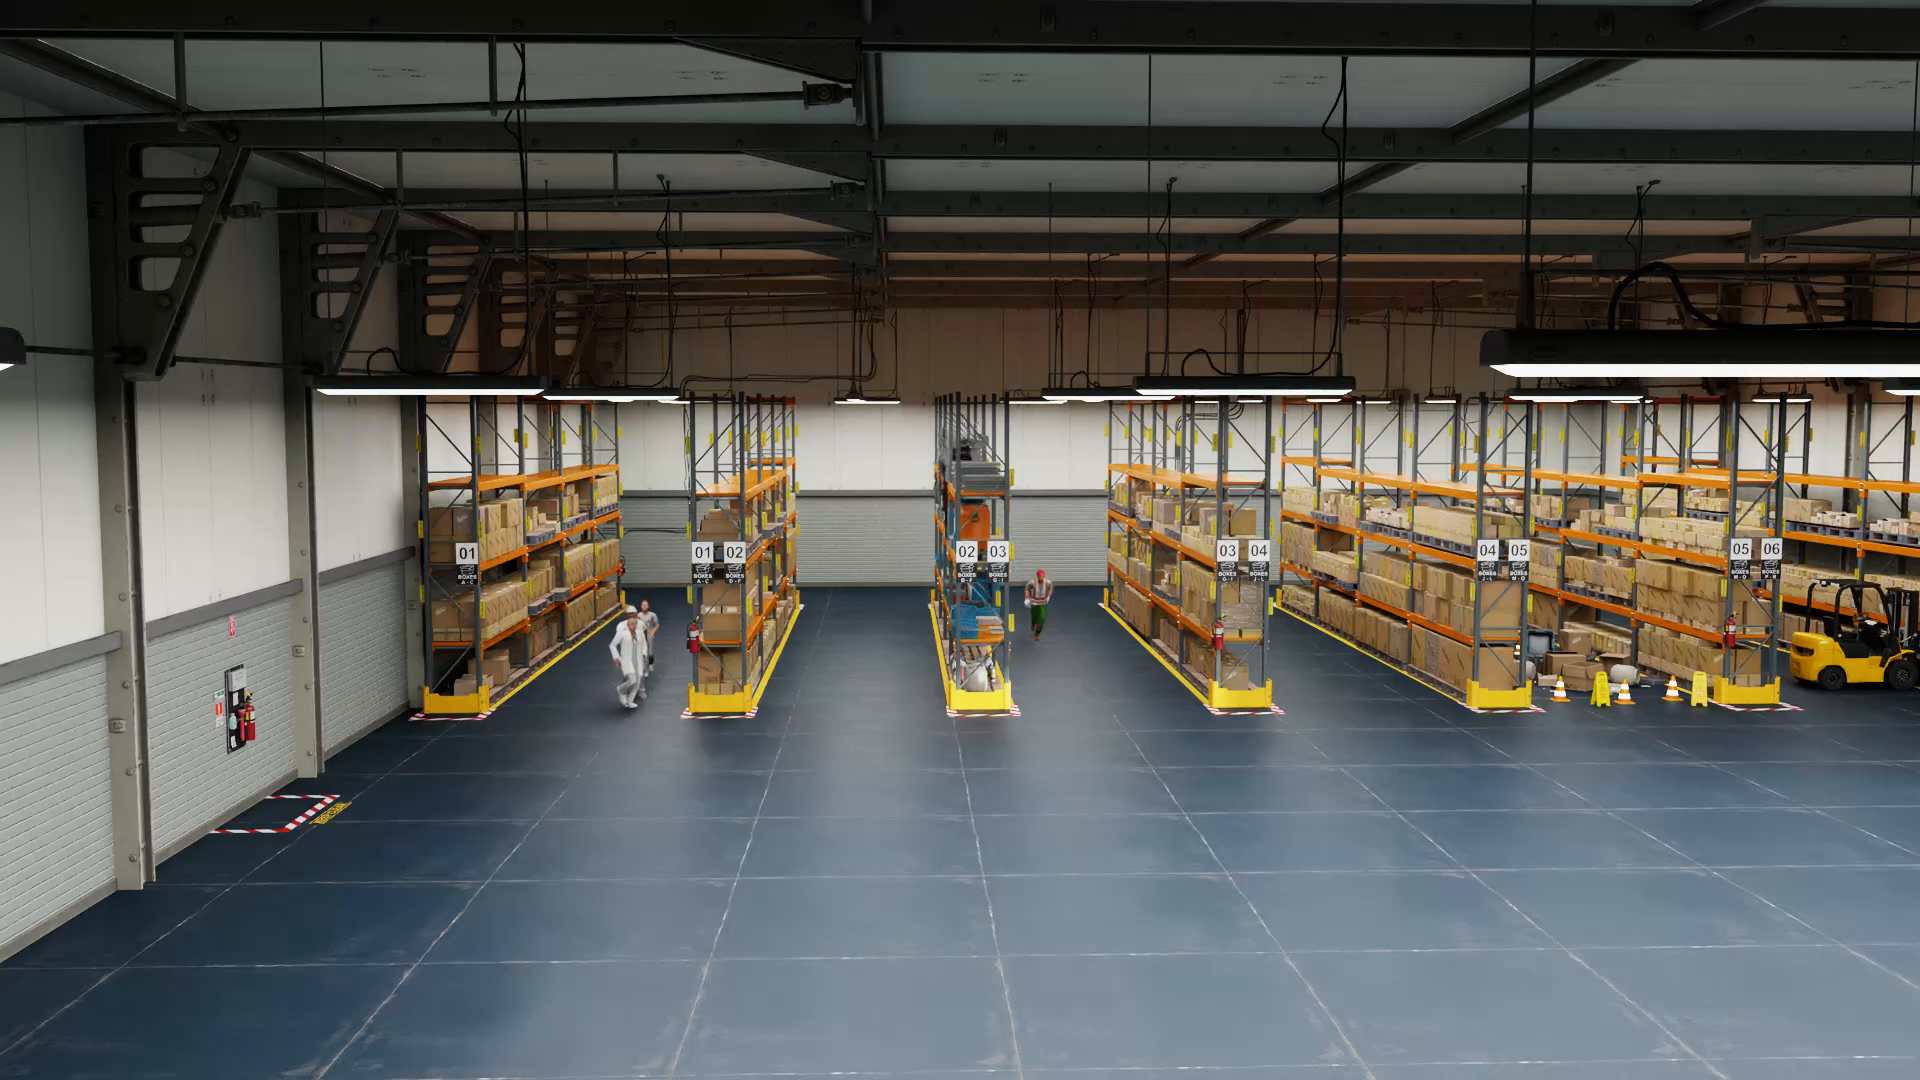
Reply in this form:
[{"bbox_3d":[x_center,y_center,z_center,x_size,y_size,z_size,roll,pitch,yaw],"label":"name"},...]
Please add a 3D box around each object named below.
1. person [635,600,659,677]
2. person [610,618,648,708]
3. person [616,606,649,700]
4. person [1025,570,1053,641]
[{"bbox_3d":[-6.684,2.082,35.327,0.561,1.620,0.590,0,5,-4],"label":"person"},{"bbox_3d":[-6.206,2.335,31.474,0.700,1.722,0.670,-4,6,-41],"label":"person"},{"bbox_3d":[-6.443,2.199,32.736,0.695,1.798,0.882,-2,5,-24],"label":"person"},{"bbox_3d":[1.839,1.501,38.922,0.655,1.675,0.862,-1,5,-13],"label":"person"}]
